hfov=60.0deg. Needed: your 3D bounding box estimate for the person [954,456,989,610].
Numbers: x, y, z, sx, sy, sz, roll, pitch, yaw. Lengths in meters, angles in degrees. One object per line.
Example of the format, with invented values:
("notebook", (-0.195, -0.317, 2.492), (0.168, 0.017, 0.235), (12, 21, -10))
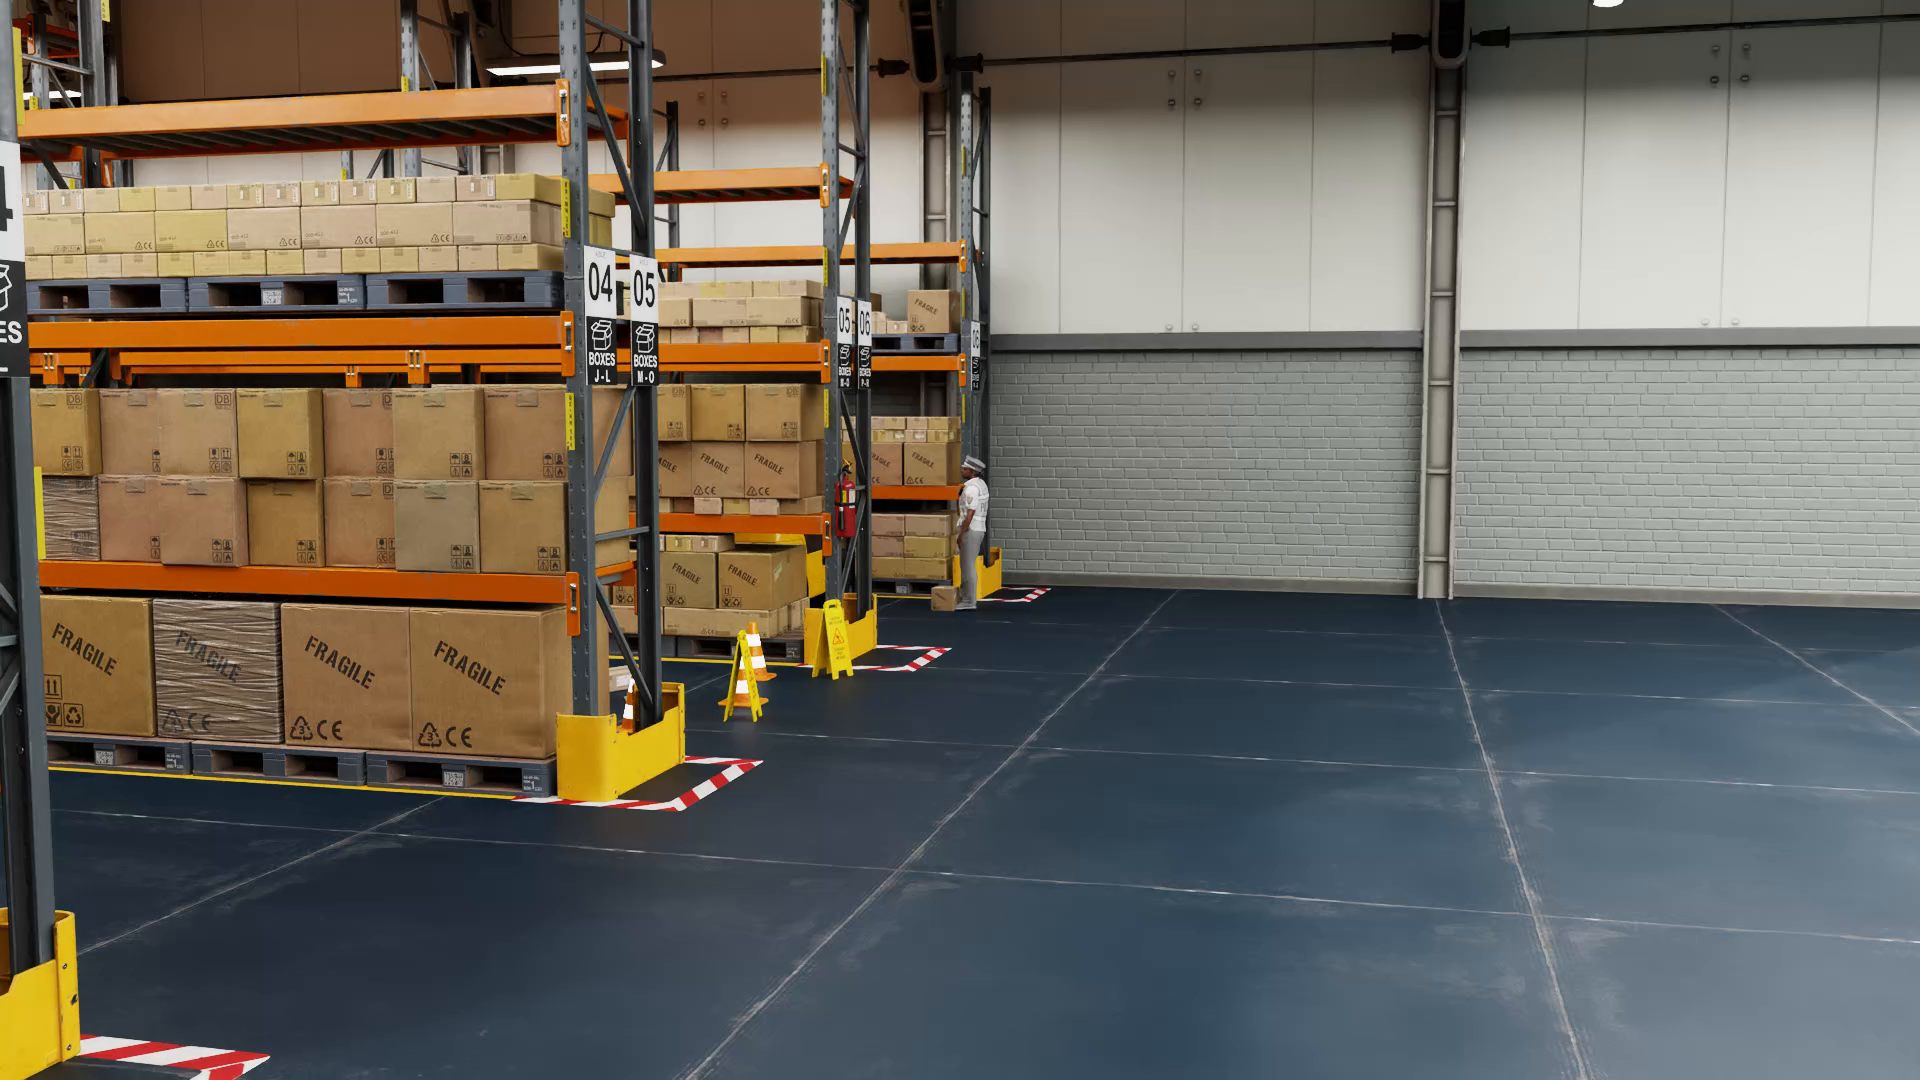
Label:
("person", (0.048, -0.084, 18.217), (0.529, 1.694, 0.568), (1, 5, 14))
